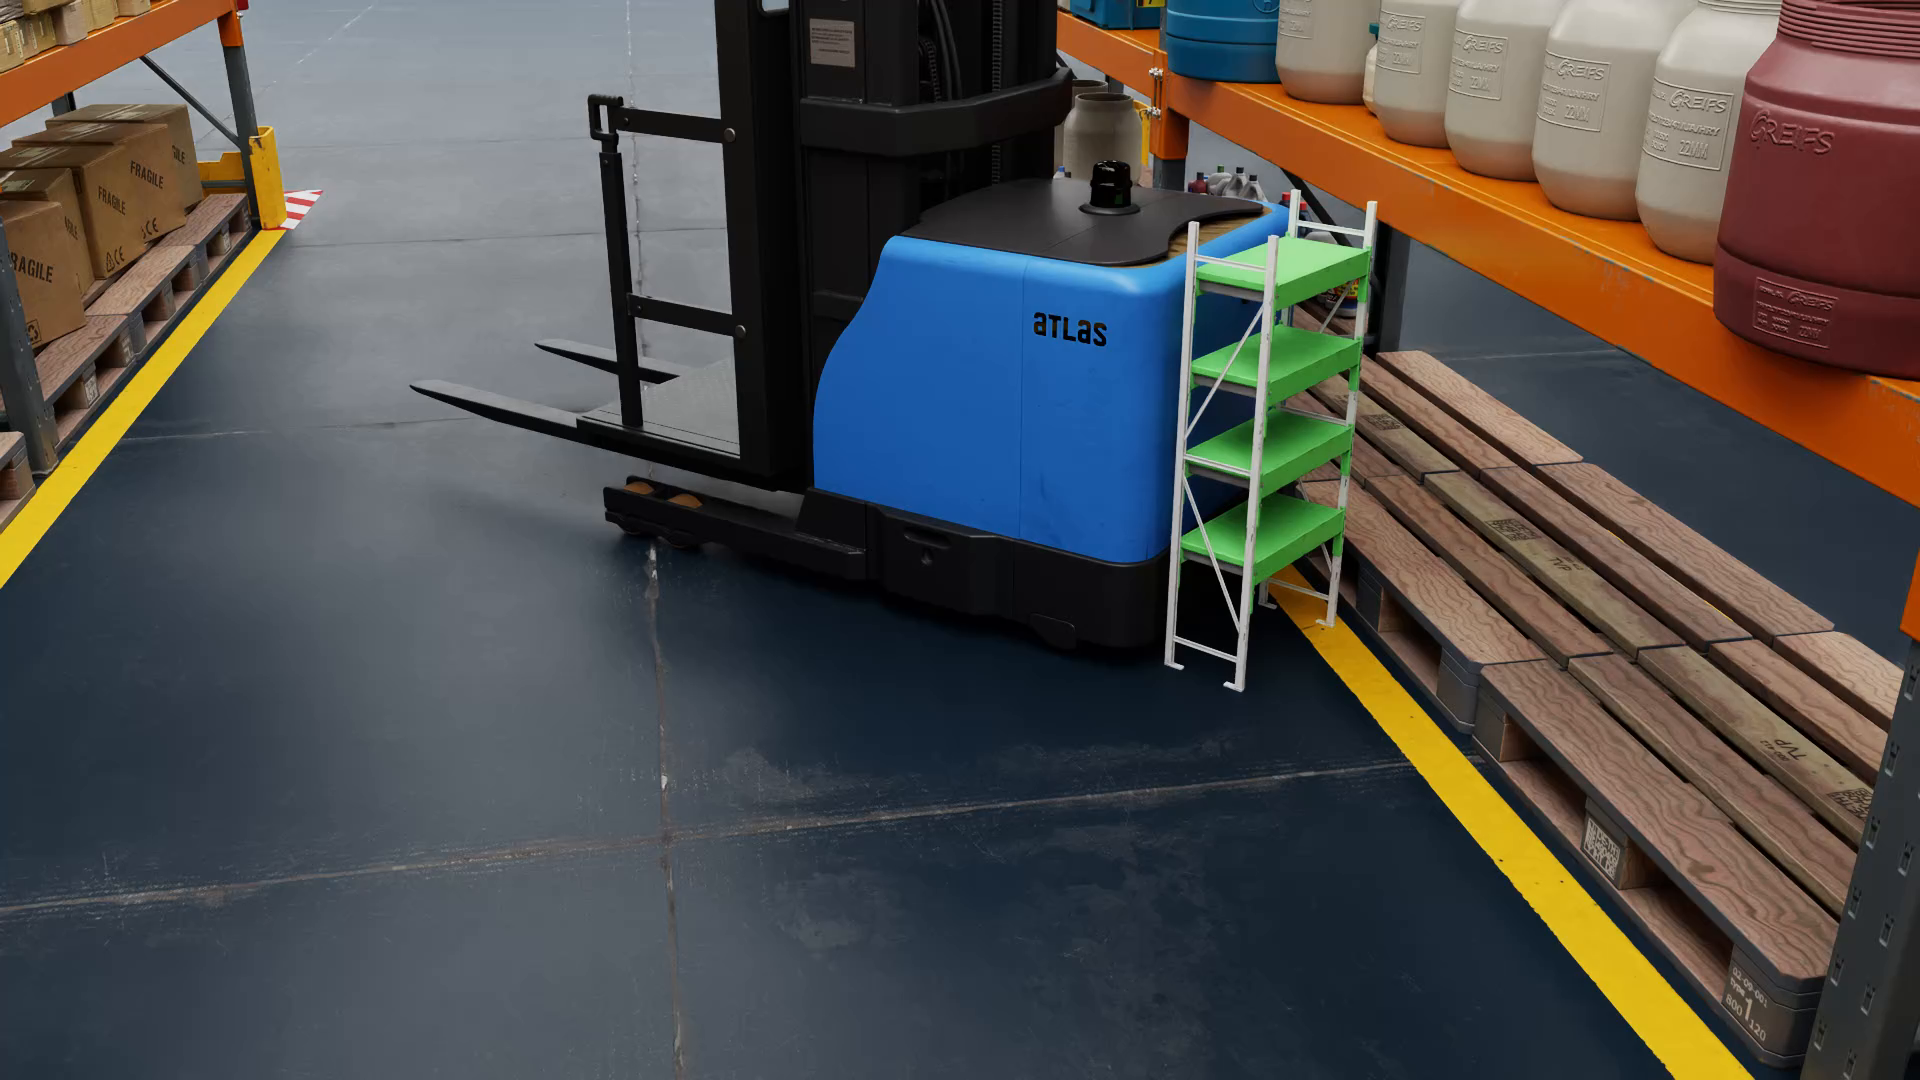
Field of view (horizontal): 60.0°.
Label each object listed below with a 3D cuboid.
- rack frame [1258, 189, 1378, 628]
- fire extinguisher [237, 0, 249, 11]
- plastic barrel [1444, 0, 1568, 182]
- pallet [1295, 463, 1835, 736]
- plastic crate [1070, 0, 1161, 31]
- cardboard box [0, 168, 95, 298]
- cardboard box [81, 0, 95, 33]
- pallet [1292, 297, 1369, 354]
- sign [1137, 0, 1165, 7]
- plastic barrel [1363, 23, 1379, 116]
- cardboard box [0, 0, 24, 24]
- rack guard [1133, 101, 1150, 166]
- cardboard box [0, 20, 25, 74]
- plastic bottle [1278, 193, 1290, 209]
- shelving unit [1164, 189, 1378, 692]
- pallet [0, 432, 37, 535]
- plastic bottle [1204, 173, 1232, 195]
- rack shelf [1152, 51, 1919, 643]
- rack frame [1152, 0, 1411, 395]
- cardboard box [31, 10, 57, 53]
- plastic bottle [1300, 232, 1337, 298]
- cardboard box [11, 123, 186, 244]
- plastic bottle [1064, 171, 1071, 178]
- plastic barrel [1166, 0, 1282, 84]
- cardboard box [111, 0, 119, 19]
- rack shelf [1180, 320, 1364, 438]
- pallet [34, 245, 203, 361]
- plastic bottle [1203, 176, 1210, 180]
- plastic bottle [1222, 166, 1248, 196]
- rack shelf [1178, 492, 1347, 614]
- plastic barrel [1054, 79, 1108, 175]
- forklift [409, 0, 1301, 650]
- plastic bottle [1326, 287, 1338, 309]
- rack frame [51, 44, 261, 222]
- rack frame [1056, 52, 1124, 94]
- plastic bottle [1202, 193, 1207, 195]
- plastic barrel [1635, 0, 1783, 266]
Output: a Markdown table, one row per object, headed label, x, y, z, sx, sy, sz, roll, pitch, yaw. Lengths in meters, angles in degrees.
| label | x | y | z | sx | sy | sz | roll | pitch | yaw |
| --- | --- | --- | --- | --- | --- | --- | --- | --- | --- |
| rack frame | 0.962 | -0.335 | 4.518 | 0.240 | 1.200 | 0.015 | 19 | 30 | 36 |
| fire extinguisher | -3.958 | -3.195 | 8.914 | 0.296 | 0.674 | 0.183 | -4 | 24 | -10 |
| plastic barrel | 1.395 | -1.155 | 3.978 | 0.433 | 0.535 | 0.433 | 0 | 24 | 0 |
| pallet | 1.630 | 0.120 | 4.711 | 1.003 | 0.211 | 1.213 | -4 | 24 | -10 |
| plastic crate | 0.746 | -2.291 | 6.935 | 0.499 | 0.251 | 0.616 | -4 | 24 | -10 |
| cardboard box | -3.990 | -1.248 | 6.959 | 0.500 | 0.500 | 0.500 | -6 | 24 | -14 |
| cardboard box | -3.650 | -2.059 | 6.531 | 0.380 | 0.149 | 0.250 | -4 | 24 | -10 |
| pallet | 1.134 | -0.934 | 7.124 | 1.003 | 0.211 | 1.213 | -4 | 24 | -10 |
| sign | 0.675 | -2.035 | 5.816 | 0.100 | 0.325 | 0.005 | -4 | 24 | -10 |
| plastic barrel | 1.311 | -1.349 | 4.764 | 0.301 | 0.262 | 0.301 | 0 | 24 | 0 |
| cardboard box | -3.672 | -1.942 | 5.451 | 0.875 | 0.500 | 0.500 | -4 | 24 | -10 |
| rack guard | 0.538 | -2.346 | 9.997 | 1.175 | 0.500 | 0.348 | -4 | 24 | -10 |
| cardboard box | -3.428 | -1.669 | 5.637 | 0.380 | 0.149 | 0.250 | -4 | 24 | -10 |
| plastic bottle | 1.441 | -1.355 | 7.364 | 0.144 | 0.351 | 0.185 | -5 | 24 | -12 |
| shelving unit | 0.804 | -0.260 | 4.347 | 0.258 | 1.200 | 0.503 | 19 | 30 | 36 |
| pallet | -3.505 | 0.006 | 4.972 | 1.003 | 0.211 | 1.213 | -4 | 24 | -10 |
| plastic bottle | 1.268 | -1.680 | 8.202 | 0.152 | 0.276 | 0.135 | -4 | 24 | -9 |
| rack shelf | 1.587 | -0.828 | 4.297 | 1.077 | 0.370 | 4.000 | -4 | 24 | -10 |
| rack frame | 1.217 | -1.944 | 5.954 | 1.000 | 3.000 | 0.127 | -4 | 24 | -10 |
| cardboard box | -3.557 | -1.863 | 6.081 | 0.380 | 0.149 | 0.250 | -4 | 24 | -10 |
| plastic bottle | 1.503 | -1.181 | 7.059 | 0.152 | 0.276 | 0.135 | -3 | 24 | -8 |
| cardboard box | -4.146 | -1.719 | 8.036 | 0.500 | 0.500 | 0.500 | 2 | 24 | 4 |
| plastic bottle | 0.531 | -1.648 | 8.120 | 0.061 | 0.283 | 0.133 | -4 | 24 | -9 |
| plastic barrel | 0.991 | -2.000 | 5.455 | 0.600 | 0.901 | 0.708 | -4 | 24 | -10 |
| cardboard box | -3.776 | -2.254 | 6.976 | 0.380 | 0.149 | 0.250 | -4 | 24 | -10 |
| rack shelf | 0.804 | -0.422 | 4.277 | 0.258 | 0.148 | 0.480 | 19 | 30 | 36 |
| pallet | -4.038 | -1.042 | 7.373 | 1.003 | 0.211 | 1.213 | -4 | 24 | -10 |
| plastic bottle | 1.248 | -1.747 | 8.449 | 0.097 | 0.201 | 0.097 | 0 | 24 | 0 |
| plastic bottle | 1.328 | -1.595 | 7.914 | 0.144 | 0.351 | 0.185 | -3 | 24 | -8 |
| rack shelf | 0.804 | 0.018 | 4.469 | 0.258 | 0.148 | 0.480 | 19 | 30 | 36 |
| plastic barrel | 0.675 | -2.317 | 9.391 | 0.421 | 0.512 | 0.421 | 0 | 24 | 0 |
| forklift | -0.526 | -1.479 | 4.974 | 3.031 | 2.935 | 1.130 | 14 | 27 | 30 |
| plastic bottle | 1.571 | -1.061 | 6.879 | 0.097 | 0.201 | 0.097 | 0 | 24 | 0 |
| rack frame | -4.390 | -3.151 | 8.717 | 1.000 | 3.000 | 0.127 | -4 | 24 | -10 |
| rack frame | 0.478 | -3.518 | 9.557 | 1.000 | 3.000 | 0.127 | -4 | 24 | -10 |
| plastic bottle | 1.174 | -1.575 | 8.055 | 0.097 | 0.201 | 0.097 | 0 | 24 | 0 |
| plastic barrel | 1.557 | -0.811 | 3.220 | 0.421 | 0.512 | 0.421 | 0 | 24 | 0 |
